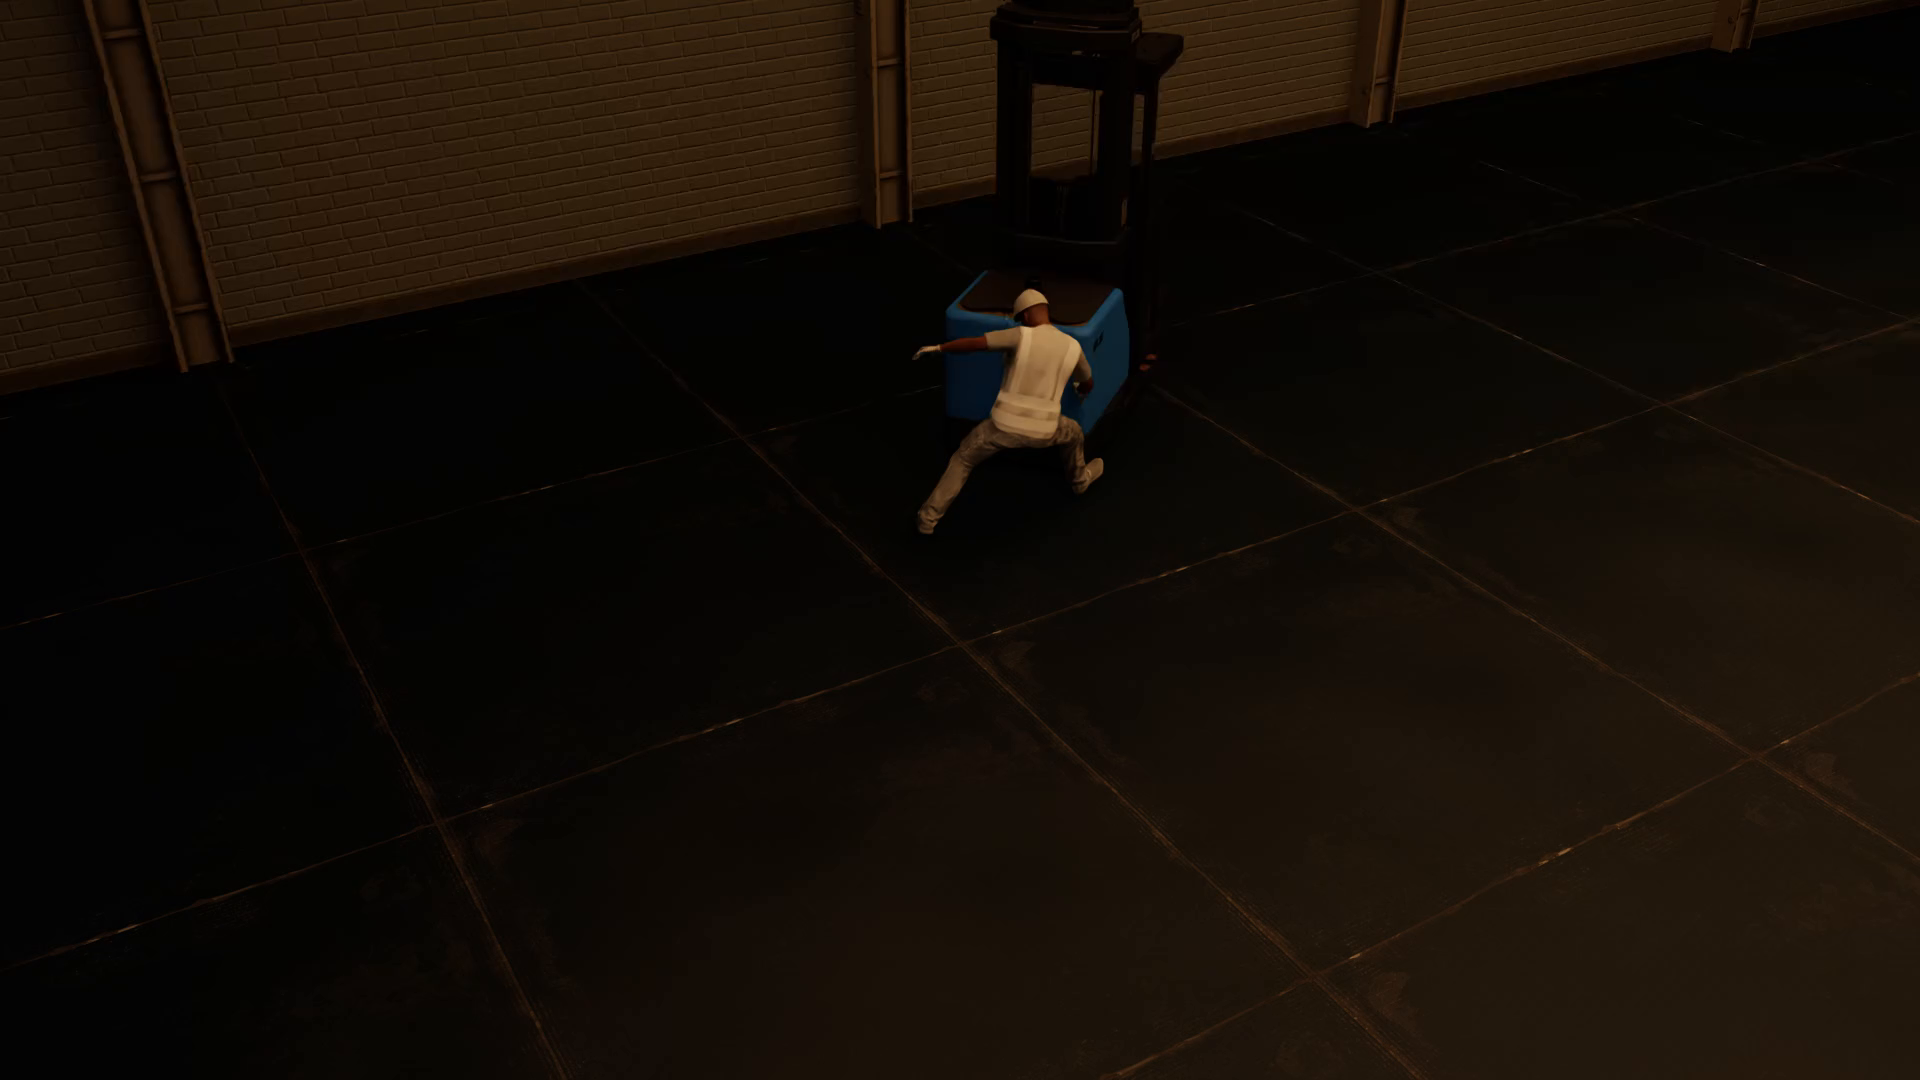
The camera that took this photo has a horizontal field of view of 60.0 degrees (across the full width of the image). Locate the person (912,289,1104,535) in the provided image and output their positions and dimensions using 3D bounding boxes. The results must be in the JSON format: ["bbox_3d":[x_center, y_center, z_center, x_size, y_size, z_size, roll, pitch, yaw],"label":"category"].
[{"bbox_3d":[0.341,-0.824,10.480,1.307,1.468,0.775,-3,31,-5],"label":"person"}]

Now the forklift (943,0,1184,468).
[{"bbox_3d":[0.881,-2.472,11.776,1.130,2.935,3.031,11,33,18],"label":"forklift"}]
